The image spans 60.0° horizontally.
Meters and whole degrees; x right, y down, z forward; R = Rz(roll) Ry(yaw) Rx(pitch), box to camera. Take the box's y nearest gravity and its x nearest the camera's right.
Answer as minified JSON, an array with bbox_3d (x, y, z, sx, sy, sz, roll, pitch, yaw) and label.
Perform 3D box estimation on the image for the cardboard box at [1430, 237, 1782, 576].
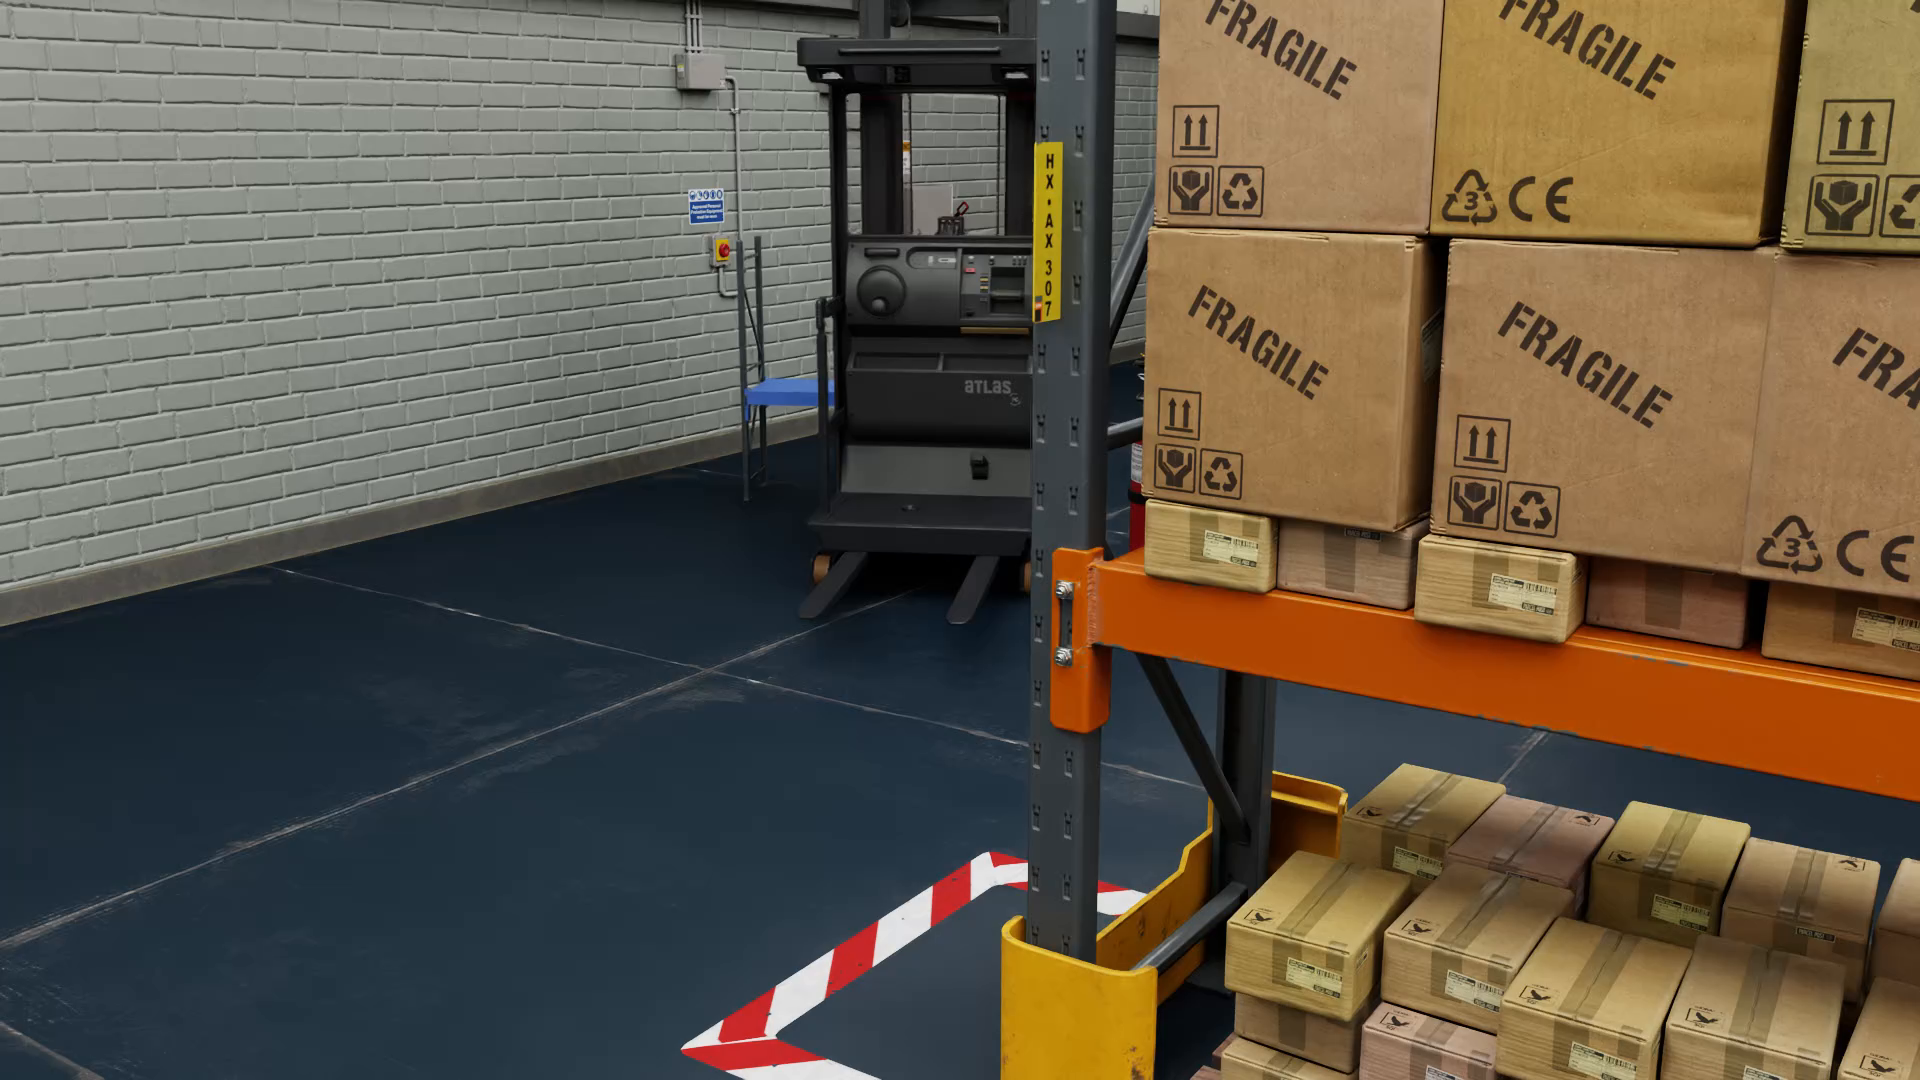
[{"bbox_3d":[1.143,-0.268,2.835,0.500,0.500,0.500,9,17,33],"label":"cardboard box"}]

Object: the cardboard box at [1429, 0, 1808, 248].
[{"bbox_3d":[1.113,-0.756,2.725,0.500,0.500,0.500,10,17,34],"label":"cardboard box"}]

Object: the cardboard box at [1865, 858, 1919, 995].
[{"bbox_3d":[1.943,0.782,3.244,0.250,0.149,0.380,10,17,35],"label":"cardboard box"}]

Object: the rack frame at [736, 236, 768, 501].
[{"bbox_3d":[-1.223,-1.016,9.805,0.032,1.500,0.500,2,14,6],"label":"rack frame"}]

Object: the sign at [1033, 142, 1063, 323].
[{"bbox_3d":[0.164,-0.569,3.077,0.005,0.325,0.100,9,17,33],"label":"sign"}]

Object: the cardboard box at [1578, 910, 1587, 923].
[{"bbox_3d":[1.251,0.838,3.634,0.250,0.149,0.380,9,16,32],"label":"cardboard box"}]

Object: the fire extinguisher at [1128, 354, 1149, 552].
[{"bbox_3d":[0.515,-0.164,4.181,0.183,0.674,0.296,9,17,33],"label":"fire extinguisher"}]

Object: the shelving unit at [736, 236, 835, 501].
[{"bbox_3d":[-0.717,-1.002,9.751,1.048,1.500,0.538,2,14,6],"label":"shelving unit"}]

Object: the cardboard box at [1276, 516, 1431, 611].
[{"bbox_3d":[0.787,0.000,3.104,0.250,0.149,0.380,10,17,35],"label":"cardboard box"}]

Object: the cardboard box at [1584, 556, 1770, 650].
[{"bbox_3d":[1.272,0.054,2.886,0.250,0.149,0.380,10,17,35],"label":"cardboard box"}]

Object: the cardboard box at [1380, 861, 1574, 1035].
[{"bbox_3d":[1.008,0.785,3.229,0.250,0.149,0.380,10,17,34],"label":"cardboard box"}]

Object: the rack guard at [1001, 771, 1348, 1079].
[{"bbox_3d":[0.530,0.967,3.878,0.348,0.500,1.175,9,17,33],"label":"rack guard"}]

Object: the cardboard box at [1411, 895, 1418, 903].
[{"bbox_3d":[1.064,0.793,3.819,0.250,0.149,0.380,9,16,31],"label":"cardboard box"}]

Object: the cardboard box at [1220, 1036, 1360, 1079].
[{"bbox_3d":[0.723,1.057,3.369,0.250,0.149,0.380,10,17,34],"label":"cardboard box"}]

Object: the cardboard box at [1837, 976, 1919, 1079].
[{"bbox_3d":[1.622,0.901,2.764,0.250,0.149,0.380,10,17,35],"label":"cardboard box"}]

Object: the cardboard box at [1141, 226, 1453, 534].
[{"bbox_3d":[0.685,-0.334,3.105,0.500,0.500,0.500,10,17,35],"label":"cardboard box"}]

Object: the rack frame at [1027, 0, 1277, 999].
[{"bbox_3d":[0.467,-0.257,3.618,0.127,3.000,1.000,9,17,33],"label":"rack frame"}]

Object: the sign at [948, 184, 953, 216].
[{"bbox_3d":[-0.149,-2.488,12.831,0.001,0.494,0.329,9,17,33],"label":"sign"}]

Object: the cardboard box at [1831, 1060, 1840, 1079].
[{"bbox_3d":[1.359,1.019,2.903,0.250,0.149,0.380,10,17,35],"label":"cardboard box"}]

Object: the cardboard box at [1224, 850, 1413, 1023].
[{"bbox_3d":[0.712,0.772,3.281,0.250,0.149,0.380,8,16,30],"label":"cardboard box"}]

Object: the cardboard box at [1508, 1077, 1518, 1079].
[{"bbox_3d":[1.206,0.963,3.129,0.250,0.149,0.380,9,17,34],"label":"cardboard box"}]

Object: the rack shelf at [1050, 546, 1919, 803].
[{"bbox_3d":[2.126,0.361,2.621,4.000,0.370,1.077,9,17,33],"label":"rack shelf"}]

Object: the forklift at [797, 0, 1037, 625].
[{"bbox_3d":[-0.110,-1.248,7.763,1.130,2.935,3.031,2,14,8],"label":"forklift"}]

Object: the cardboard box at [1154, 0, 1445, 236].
[{"bbox_3d":[0.691,-0.822,2.993,0.500,0.500,0.500,9,17,32],"label":"cardboard box"}]

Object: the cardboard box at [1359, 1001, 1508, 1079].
[{"bbox_3d":[0.954,0.948,3.190,0.250,0.149,0.380,9,17,33],"label":"cardboard box"}]

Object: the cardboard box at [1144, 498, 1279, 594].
[{"bbox_3d":[0.553,-0.026,3.209,0.250,0.149,0.380,9,17,32],"label":"cardboard box"}]

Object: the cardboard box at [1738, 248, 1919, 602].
[{"bbox_3d":[1.543,-0.200,2.560,0.500,0.500,0.500,9,17,34],"label":"cardboard box"}]

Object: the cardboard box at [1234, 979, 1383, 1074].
[{"bbox_3d":[0.758,0.900,3.384,0.250,0.149,0.380,10,17,35],"label":"cardboard box"}]

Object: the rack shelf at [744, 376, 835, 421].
[{"bbox_3d":[-0.717,-0.828,9.794,1.000,0.185,0.538,2,14,6],"label":"rack shelf"}]

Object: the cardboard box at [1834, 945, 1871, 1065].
[{"bbox_3d":[1.662,0.919,3.310,0.250,0.149,0.380,9,16,32],"label":"cardboard box"}]

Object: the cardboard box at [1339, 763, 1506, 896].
[{"bbox_3d":[1.047,0.655,3.756,0.250,0.149,0.380,9,17,33],"label":"cardboard box"}]

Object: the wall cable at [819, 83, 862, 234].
[{"bbox_3d":[-0.764,-2.786,11.723,0.122,1.984,0.588,9,17,33],"label":"wall cable"}]

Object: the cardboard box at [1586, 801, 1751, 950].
[{"bbox_3d":[1.510,0.709,3.536,0.250,0.149,0.380,9,16,32],"label":"cardboard box"}]

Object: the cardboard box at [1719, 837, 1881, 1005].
[{"bbox_3d":[1.689,0.757,3.345,0.250,0.149,0.380,8,16,31],"label":"cardboard box"}]

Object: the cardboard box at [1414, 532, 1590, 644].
[{"bbox_3d":[0.980,0.047,2.916,0.250,0.149,0.380,9,16,31],"label":"cardboard box"}]

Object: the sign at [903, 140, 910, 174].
[{"bbox_3d":[-0.456,-2.826,12.277,0.001,0.242,0.339,9,17,33],"label":"sign"}]

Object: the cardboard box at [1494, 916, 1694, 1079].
[{"bbox_3d":[1.145,0.845,2.989,0.250,0.149,0.380,9,17,33],"label":"cardboard box"}]

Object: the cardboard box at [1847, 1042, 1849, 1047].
[{"bbox_3d":[1.632,1.036,2.835,0.250,0.149,0.380,8,16,30],"label":"cardboard box"}]

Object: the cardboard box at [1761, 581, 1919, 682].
[{"bbox_3d":[1.483,0.095,2.719,0.250,0.149,0.380,9,17,32],"label":"cardboard box"}]

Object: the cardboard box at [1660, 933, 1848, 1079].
[{"bbox_3d":[1.397,0.861,2.922,0.250,0.149,0.380,8,16,30],"label":"cardboard box"}]

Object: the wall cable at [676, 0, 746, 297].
[{"bbox_3d":[-1.546,-2.517,10.570,0.123,1.953,0.585,9,17,33],"label":"wall cable"}]

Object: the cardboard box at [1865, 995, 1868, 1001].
[{"bbox_3d":[1.933,0.929,3.268,0.250,0.149,0.380,9,17,34],"label":"cardboard box"}]

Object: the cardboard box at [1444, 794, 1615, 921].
[{"bbox_3d":[1.224,0.700,3.574,0.250,0.149,0.380,10,17,34],"label":"cardboard box"}]

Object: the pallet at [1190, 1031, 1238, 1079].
[{"bbox_3d":[1.184,1.223,3.444,1.213,0.211,1.003,9,17,33],"label":"pallet"}]

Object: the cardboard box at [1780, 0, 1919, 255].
[{"bbox_3d":[1.533,-0.681,2.425,0.500,0.500,0.500,9,16,32],"label":"cardboard box"}]

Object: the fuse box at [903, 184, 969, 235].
[{"bbox_3d":[-0.253,-1.783,12.464,0.414,1.711,0.539,9,17,33],"label":"fuse box"}]

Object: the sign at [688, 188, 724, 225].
[{"bbox_3d":[-1.624,-2.139,10.658,0.001,0.218,0.327,9,17,33],"label":"sign"}]
